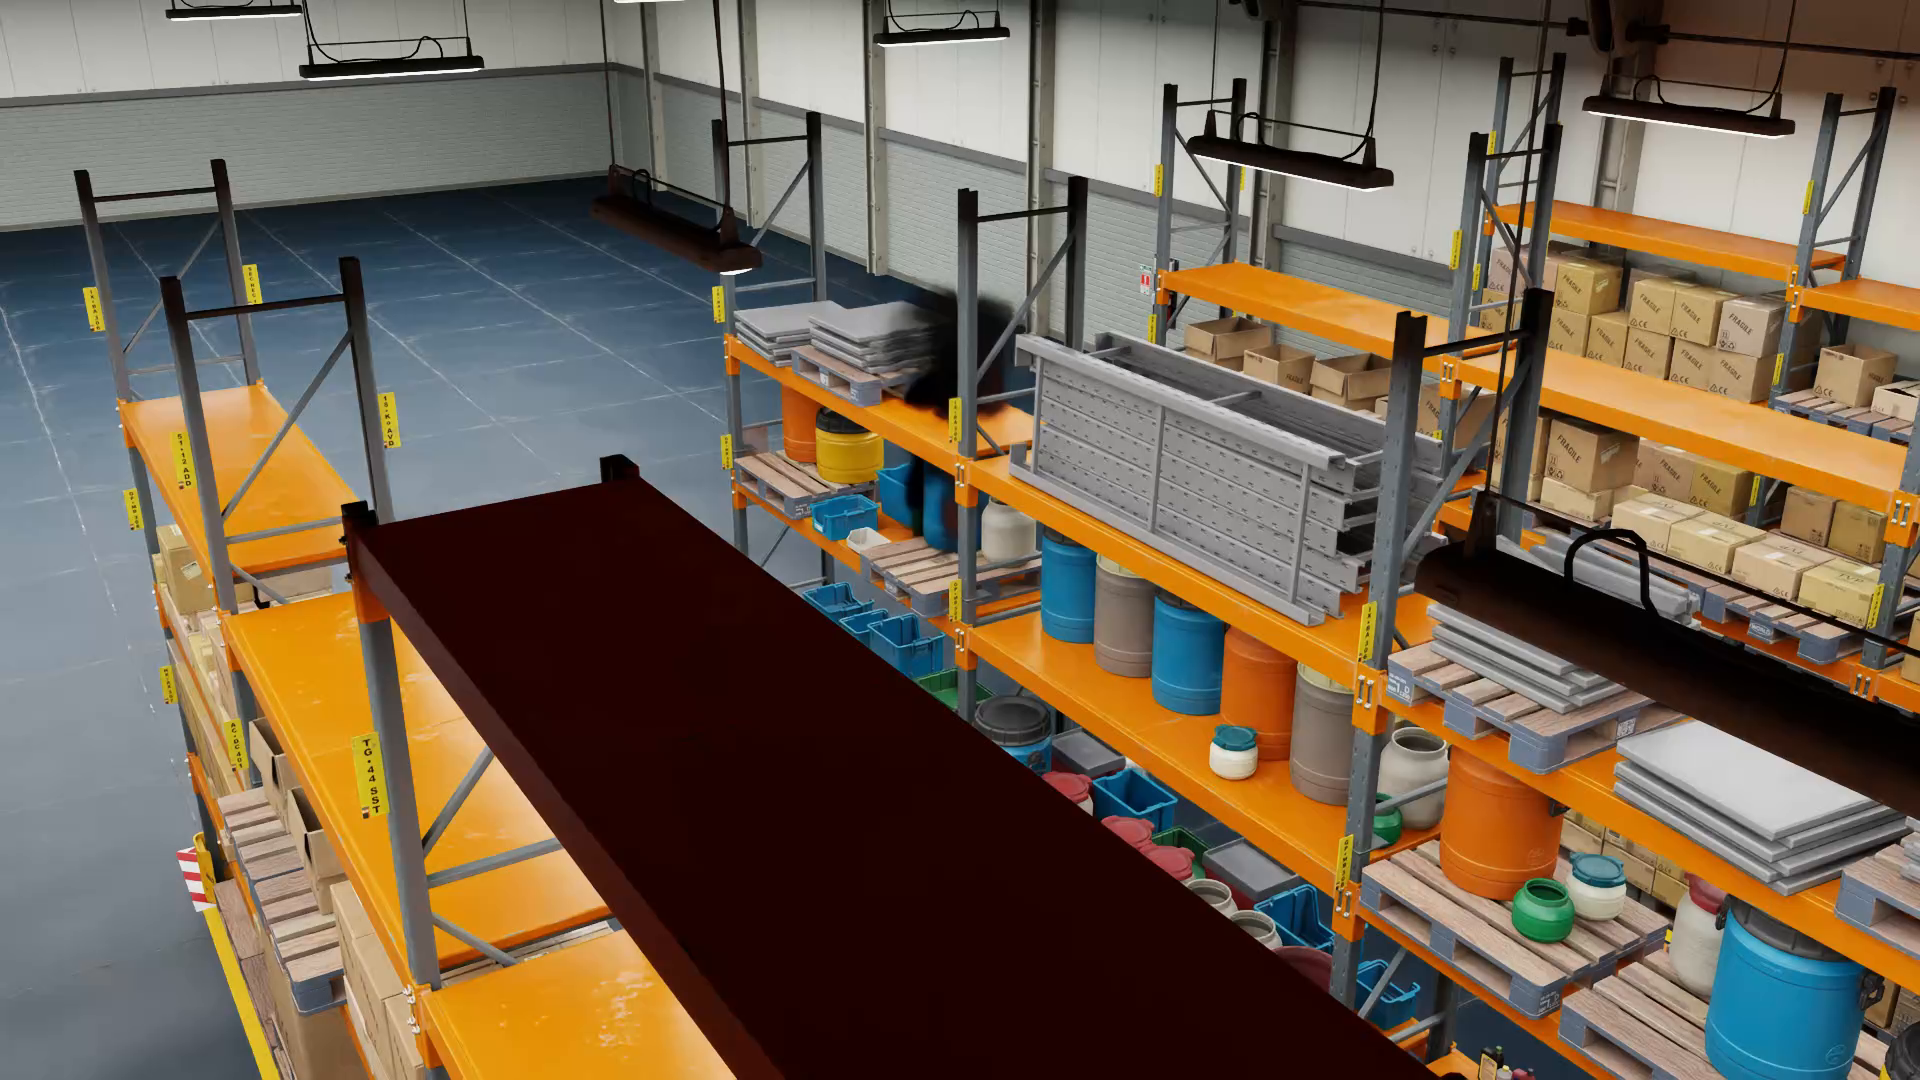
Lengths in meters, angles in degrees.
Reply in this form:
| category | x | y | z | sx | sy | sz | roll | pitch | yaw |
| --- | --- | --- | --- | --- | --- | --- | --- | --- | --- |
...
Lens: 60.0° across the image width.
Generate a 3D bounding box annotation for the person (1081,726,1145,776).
| category | x | y | z | sx | sy | sz | roll | pitch | yaw |
| --- | --- | --- | --- | --- | --- | --- | --- | --- | --- |
| person | 1.346 | 1.897 | 14.468 | 0.715 | 1.621 | 0.946 | -6 | 23 | -15 |
